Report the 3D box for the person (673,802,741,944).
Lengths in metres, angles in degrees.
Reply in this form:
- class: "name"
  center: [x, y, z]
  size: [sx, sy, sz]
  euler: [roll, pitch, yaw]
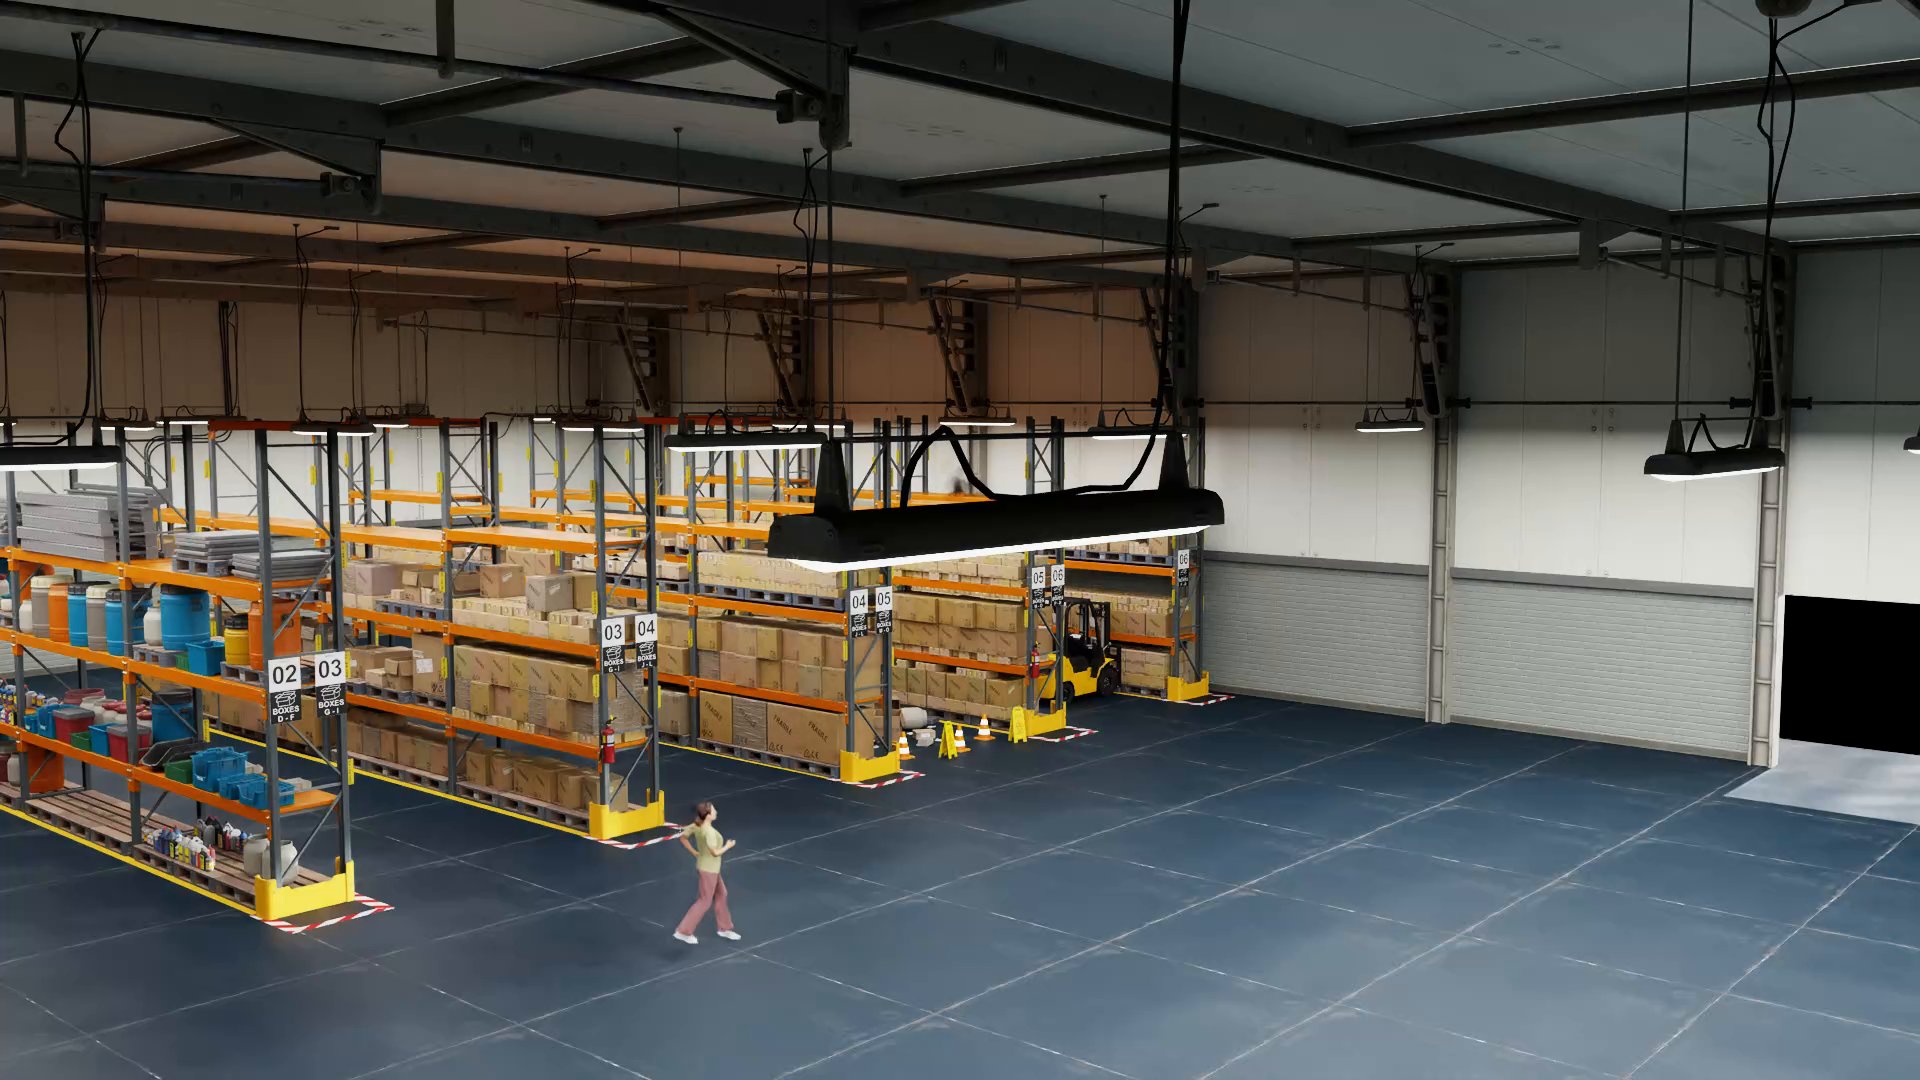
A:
- class: "person"
  center: [-2.929, 3.875, 19.296]
  size: [0.833, 1.705, 0.566]
  euler: [-2, 5, -26]
